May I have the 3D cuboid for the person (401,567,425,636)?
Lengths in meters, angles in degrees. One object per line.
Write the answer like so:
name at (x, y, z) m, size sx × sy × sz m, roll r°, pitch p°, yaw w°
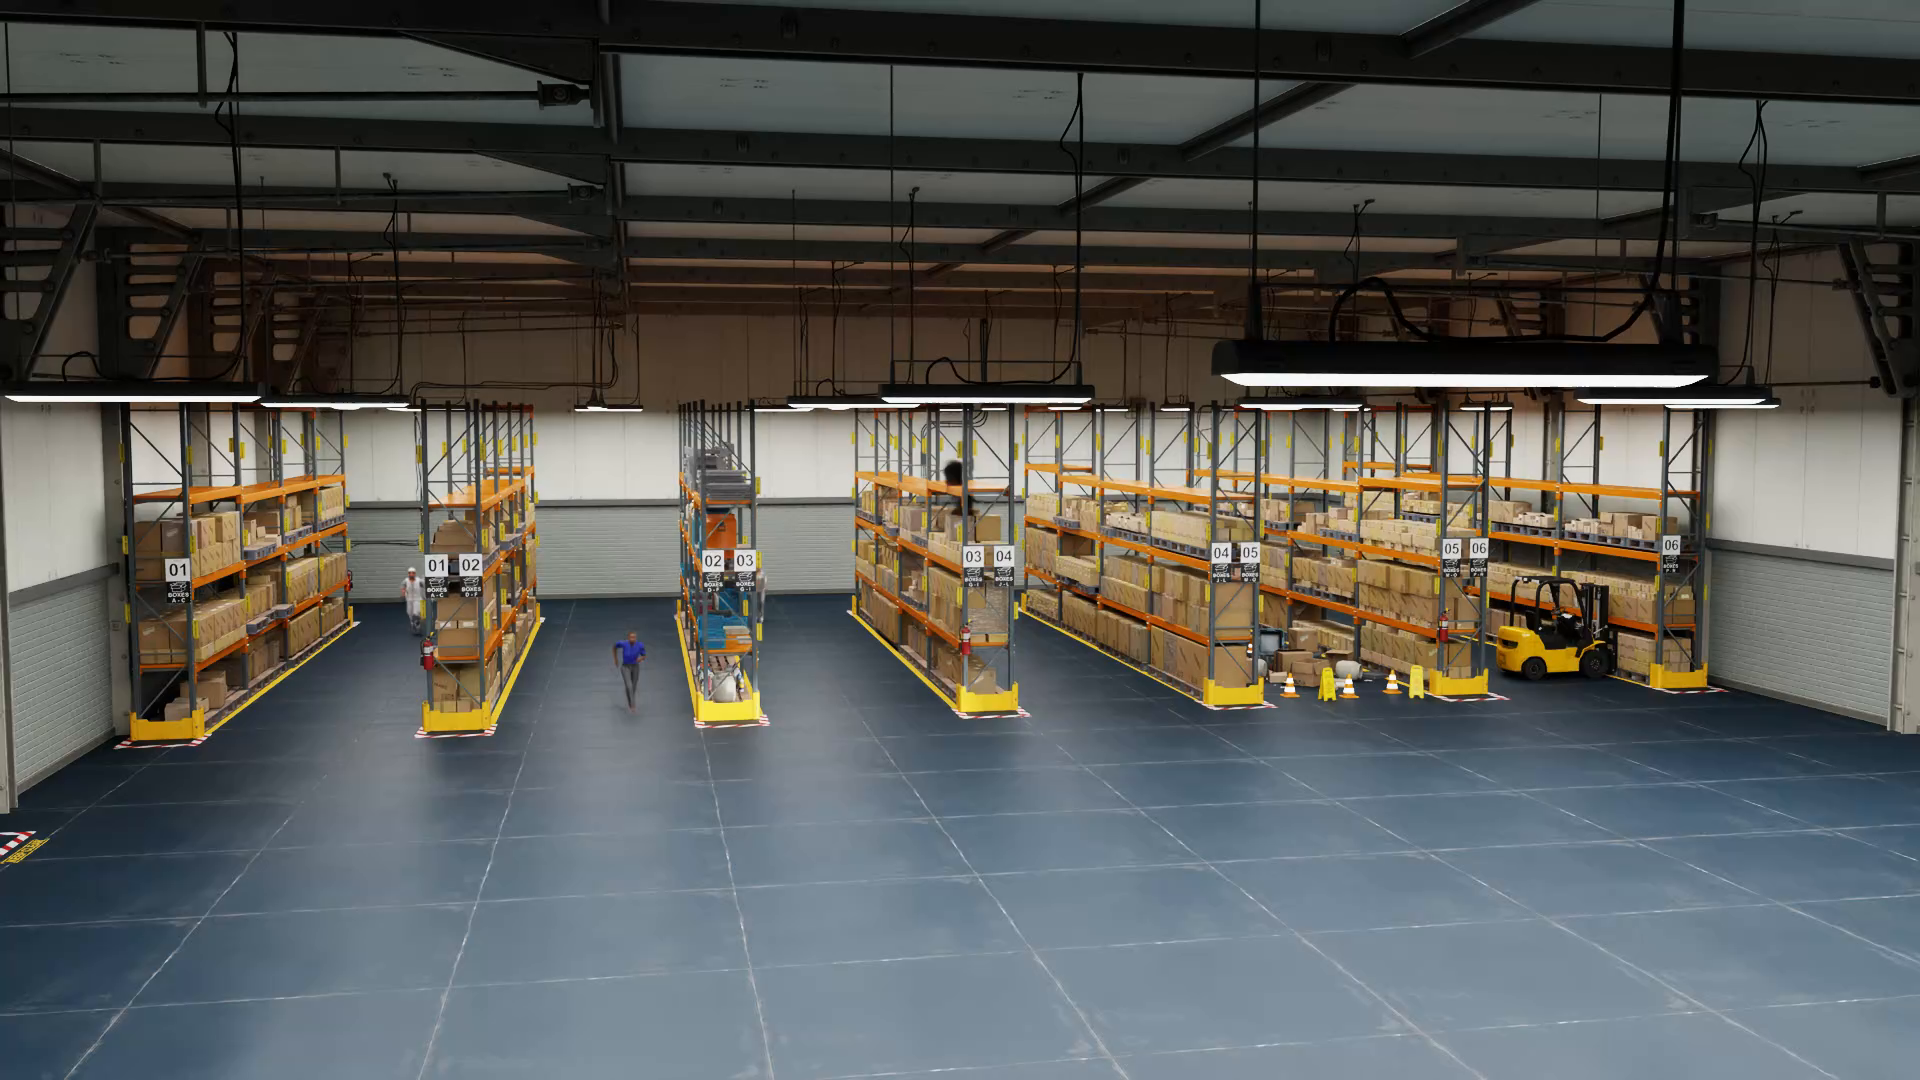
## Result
person at (-14.117, 1.589, 42.978) m, size 0.641 × 1.766 × 0.777 m, roll 0°, pitch 4°, yaw -4°

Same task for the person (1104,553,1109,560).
person at (4.303, 1.265, 47.756) m, size 0.692 × 1.747 × 0.784 m, roll -1°, pitch 5°, yaw -19°

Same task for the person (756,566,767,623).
person at (-5.580, 1.444, 45.990) m, size 0.516 × 1.611 × 0.824 m, roll -1°, pitch 4°, yaw -16°

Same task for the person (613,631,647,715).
person at (-6.363, 2.529, 32.051) m, size 0.624 × 1.647 × 0.917 m, roll -1°, pitch 5°, yaw -17°
